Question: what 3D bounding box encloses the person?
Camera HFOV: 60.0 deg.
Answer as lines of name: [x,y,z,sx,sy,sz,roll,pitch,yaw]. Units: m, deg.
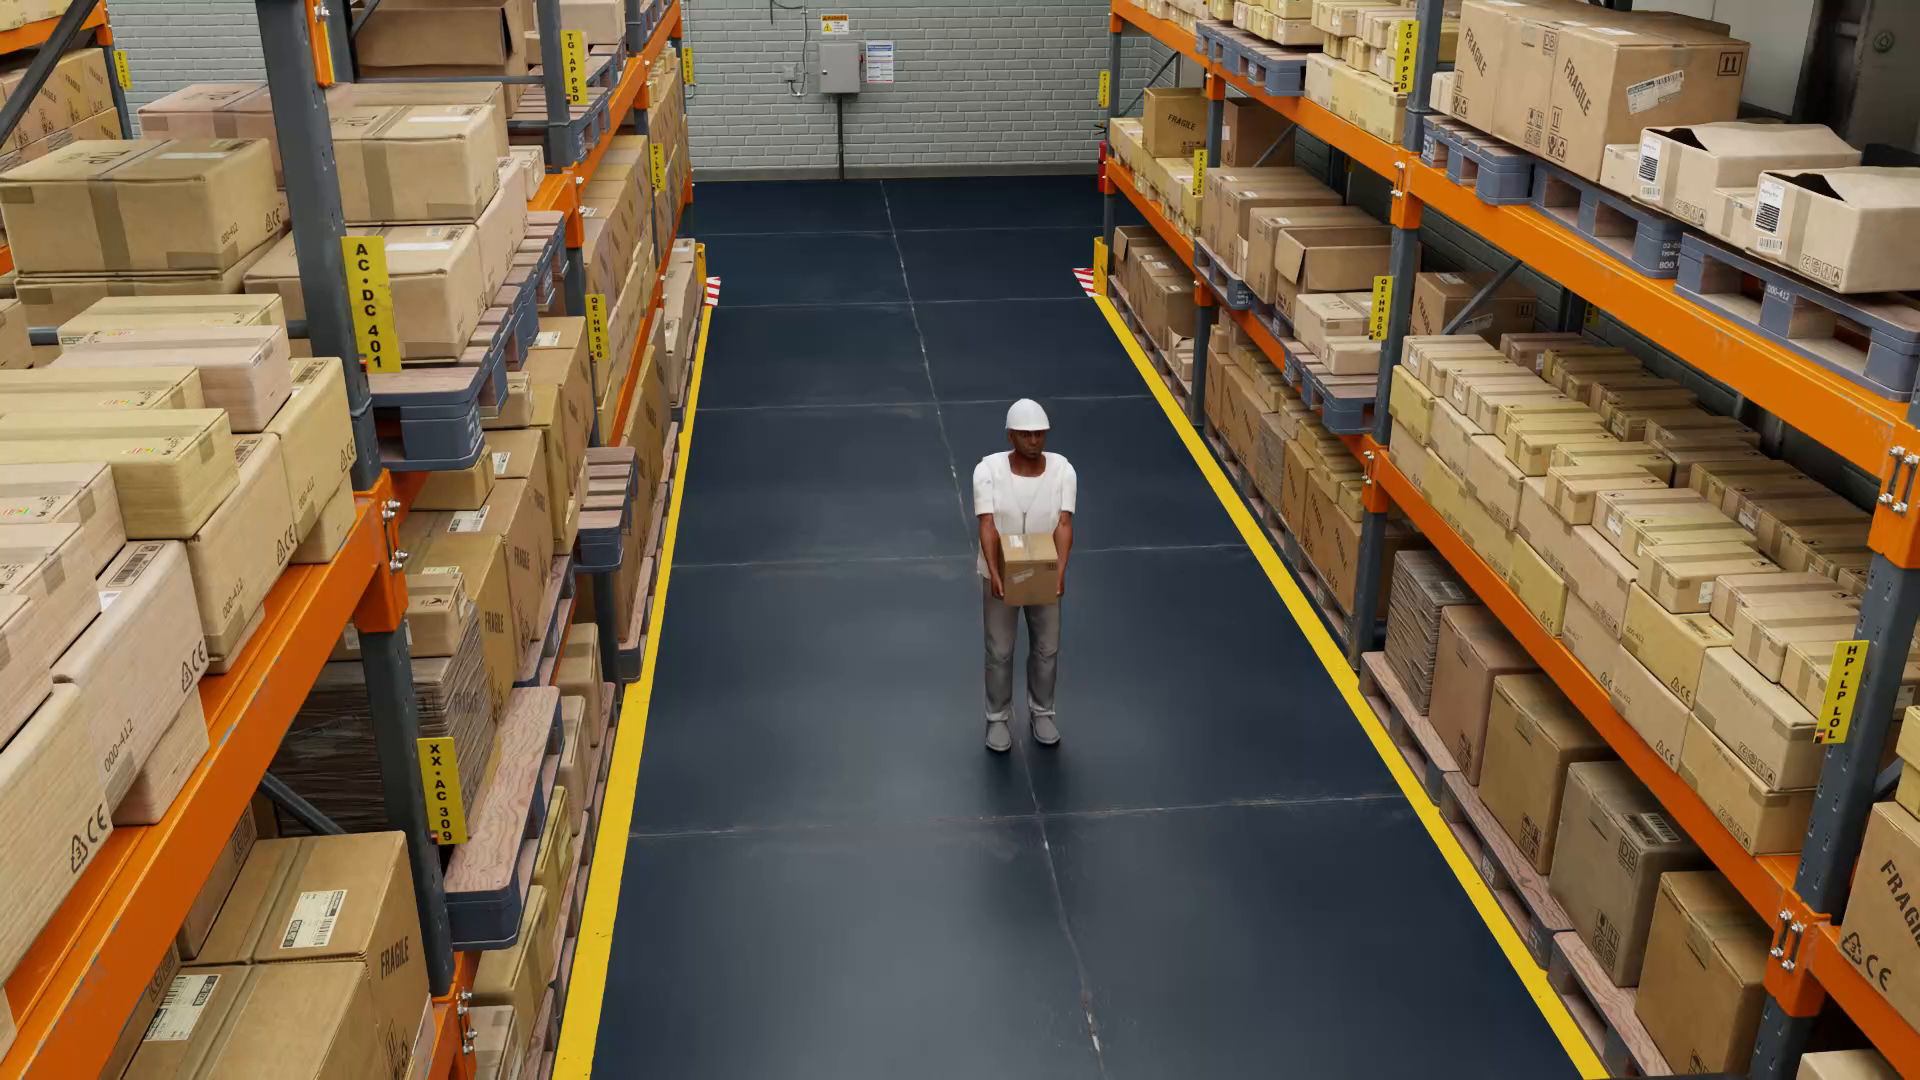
person: [0.324,0.206,8.106,0.503,1.759,0.586,-2,24,-4]
